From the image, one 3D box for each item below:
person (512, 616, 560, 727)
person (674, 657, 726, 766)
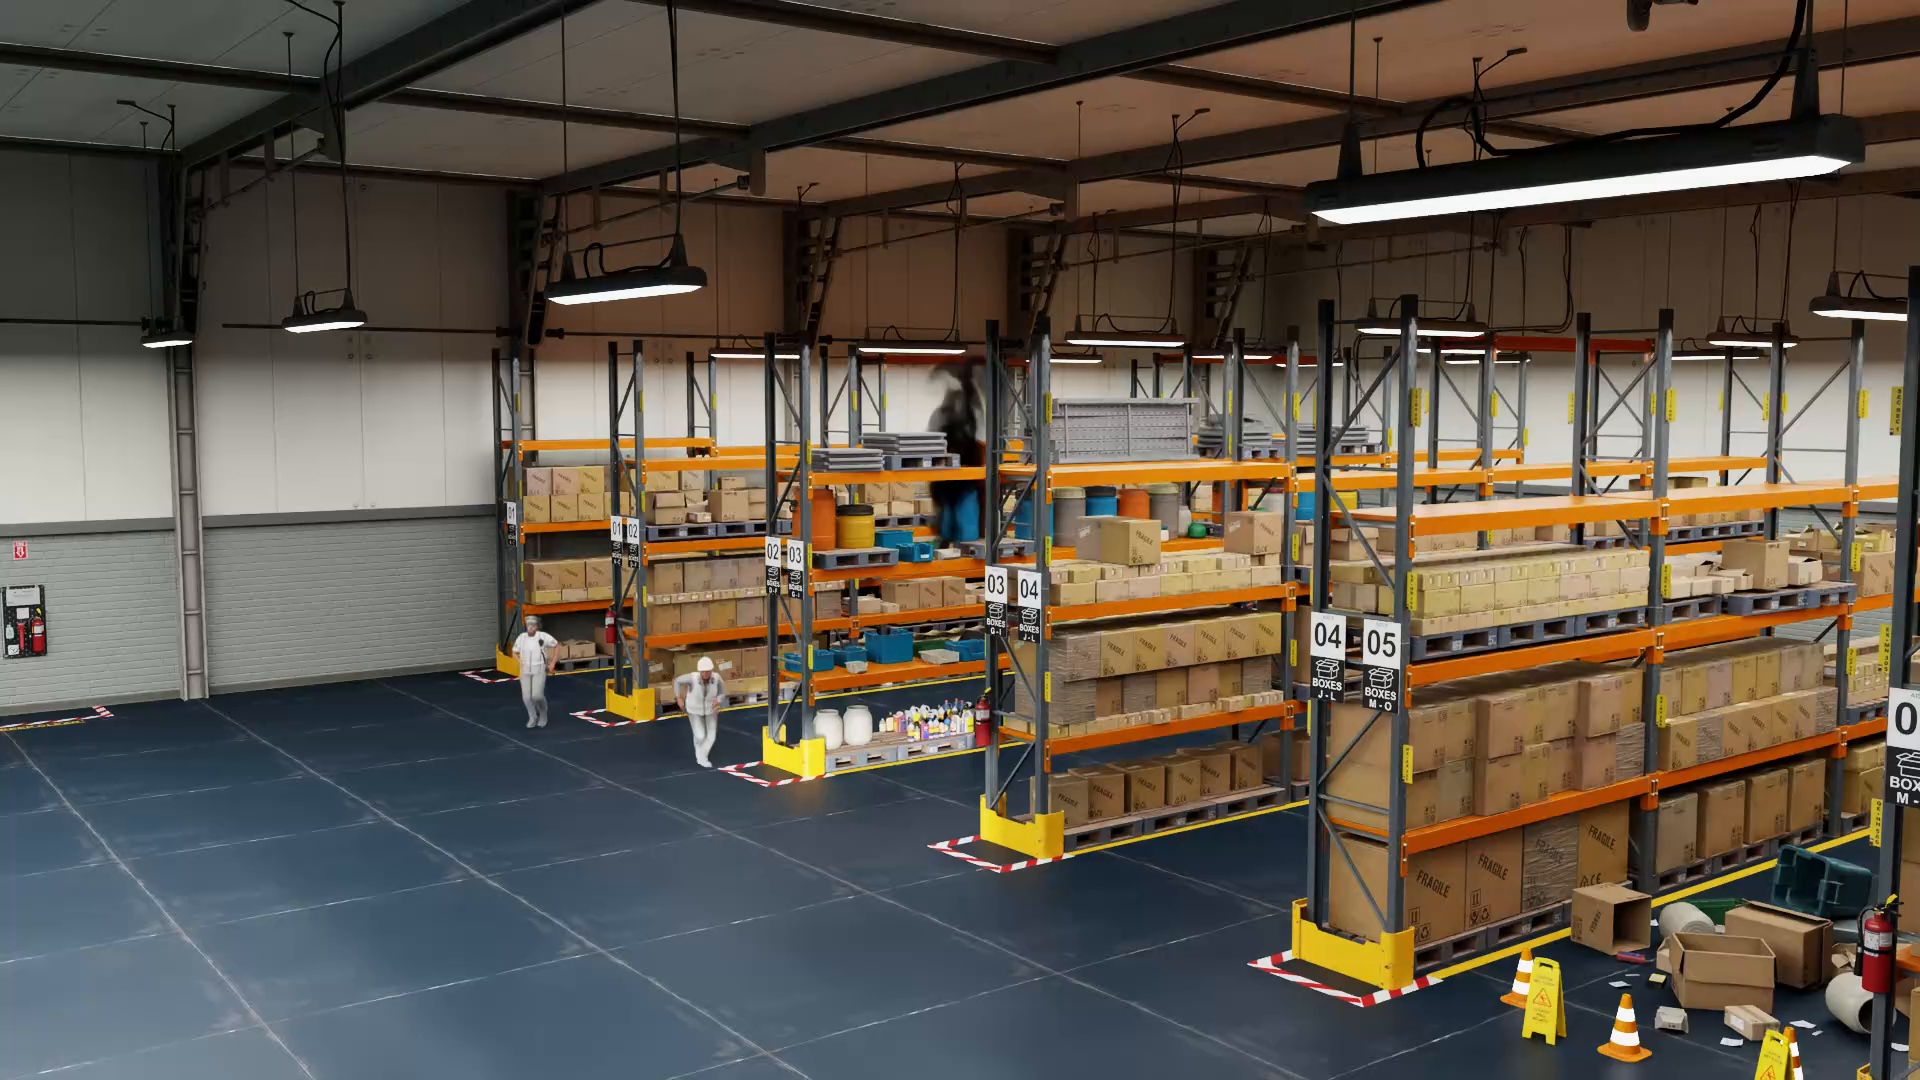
[{"bbox_3d":[-6.584,2.042,25.719,0.694,1.773,0.660,0,5,1],"label":"person"},{"bbox_3d":[-3.561,2.368,22.803,0.681,1.598,0.852,-2,5,-17],"label":"person"}]
